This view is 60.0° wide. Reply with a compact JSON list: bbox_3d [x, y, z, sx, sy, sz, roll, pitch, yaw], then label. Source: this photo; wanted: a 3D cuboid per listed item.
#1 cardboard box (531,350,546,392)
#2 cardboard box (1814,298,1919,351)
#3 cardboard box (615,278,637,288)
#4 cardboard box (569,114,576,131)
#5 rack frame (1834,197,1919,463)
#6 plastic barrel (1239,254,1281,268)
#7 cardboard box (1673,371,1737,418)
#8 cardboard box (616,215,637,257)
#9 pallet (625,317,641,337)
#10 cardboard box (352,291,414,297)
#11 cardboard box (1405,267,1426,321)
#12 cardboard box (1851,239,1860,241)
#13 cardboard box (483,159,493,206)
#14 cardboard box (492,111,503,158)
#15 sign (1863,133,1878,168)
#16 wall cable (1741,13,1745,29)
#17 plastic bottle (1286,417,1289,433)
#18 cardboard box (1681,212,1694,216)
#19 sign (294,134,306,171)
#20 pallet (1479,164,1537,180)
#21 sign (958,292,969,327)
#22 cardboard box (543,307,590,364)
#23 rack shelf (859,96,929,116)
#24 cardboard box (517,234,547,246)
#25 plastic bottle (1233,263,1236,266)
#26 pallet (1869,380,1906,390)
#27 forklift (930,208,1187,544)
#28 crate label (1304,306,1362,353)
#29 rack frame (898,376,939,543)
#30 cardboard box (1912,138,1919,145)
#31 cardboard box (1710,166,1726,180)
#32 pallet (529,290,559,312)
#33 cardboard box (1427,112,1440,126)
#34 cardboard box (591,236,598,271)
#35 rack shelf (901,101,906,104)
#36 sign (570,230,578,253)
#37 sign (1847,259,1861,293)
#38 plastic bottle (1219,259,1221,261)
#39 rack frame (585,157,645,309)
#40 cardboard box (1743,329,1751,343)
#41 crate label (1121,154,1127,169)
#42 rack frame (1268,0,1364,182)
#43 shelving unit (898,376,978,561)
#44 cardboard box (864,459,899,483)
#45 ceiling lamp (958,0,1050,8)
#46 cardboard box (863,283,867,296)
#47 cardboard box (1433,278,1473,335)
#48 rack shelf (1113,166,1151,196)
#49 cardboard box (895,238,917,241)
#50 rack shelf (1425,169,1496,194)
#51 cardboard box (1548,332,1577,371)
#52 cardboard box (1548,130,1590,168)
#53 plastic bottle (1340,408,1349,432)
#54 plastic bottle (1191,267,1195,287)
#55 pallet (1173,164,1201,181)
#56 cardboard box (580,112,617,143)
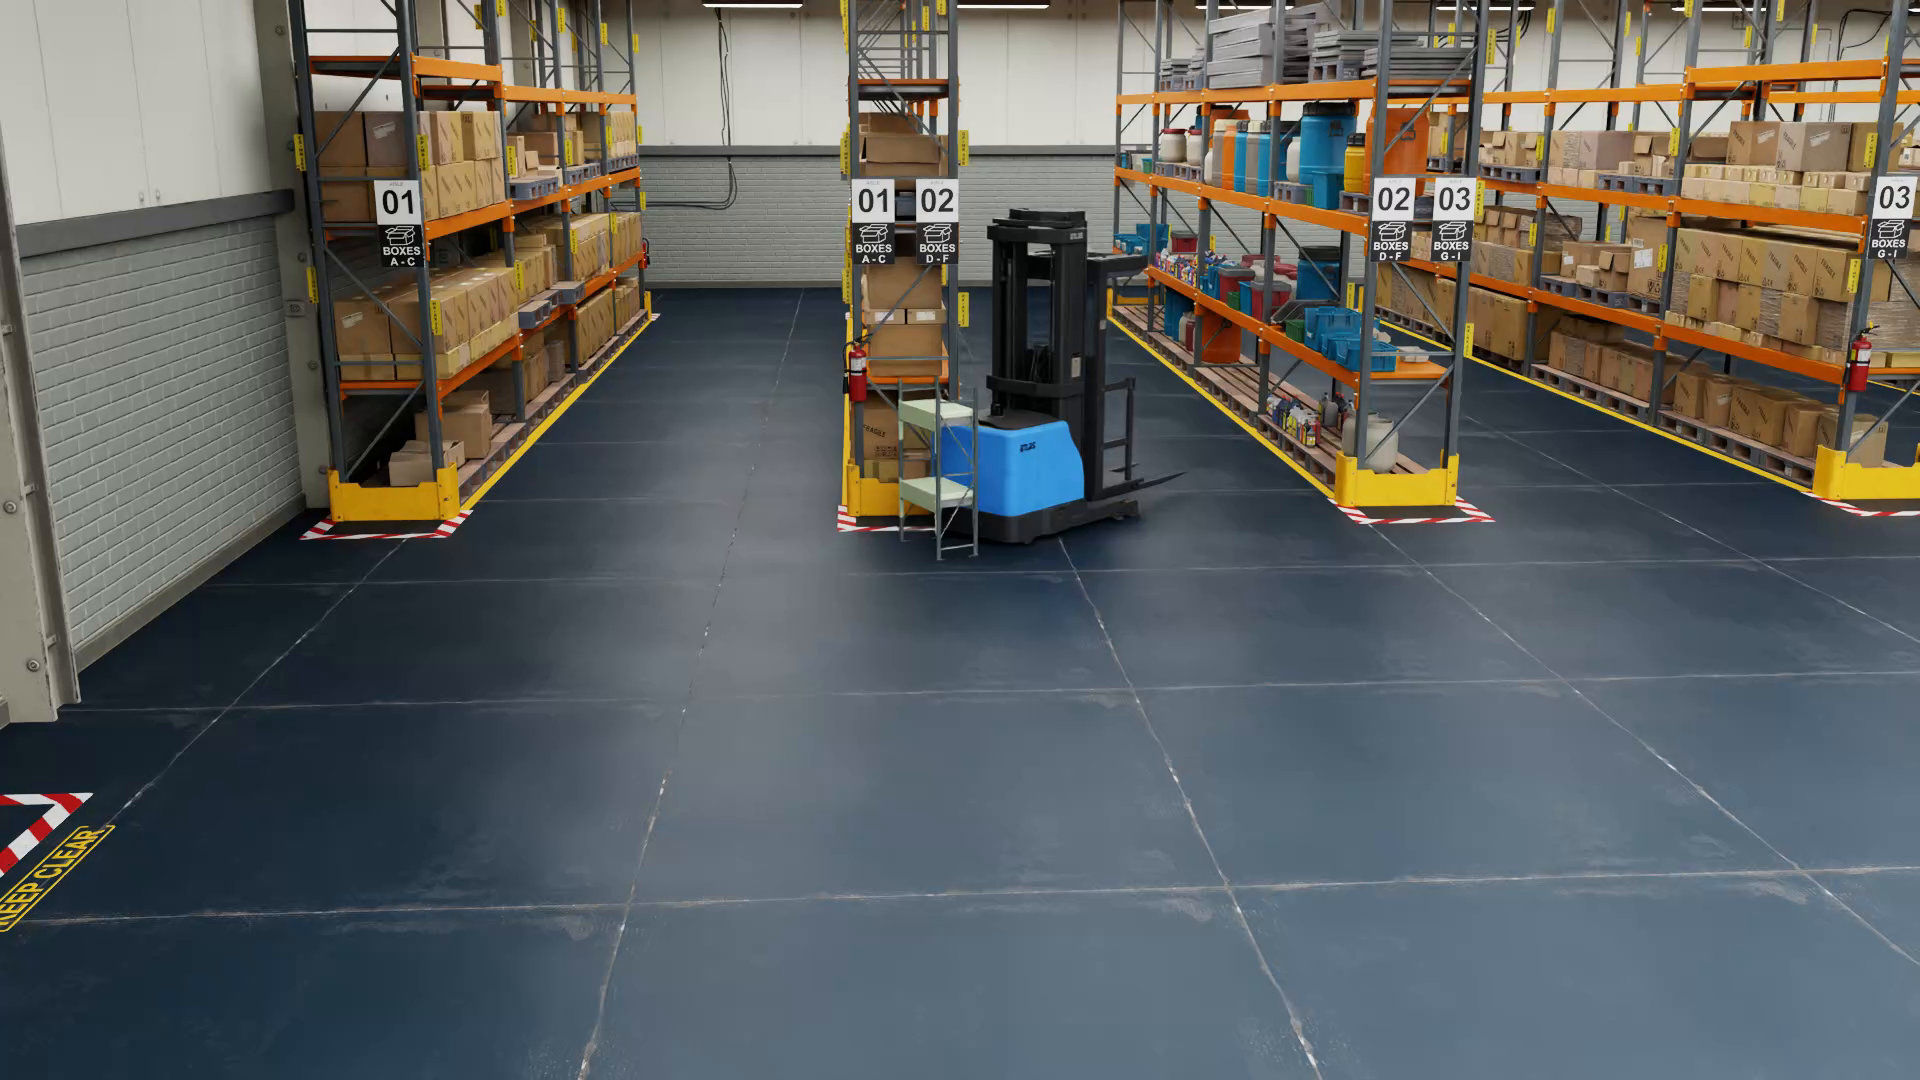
[{"bbox_3d":[-5.890,-2.224,22.006,0.700,0.500,0.500,-1,14,-4],"label":"cardboard box"},{"bbox_3d":[9.359,-2.222,17.068,0.875,0.500,0.500,-1,14,-3],"label":"cardboard box"},{"bbox_3d":[-6.108,-4.684,30.306,0.380,0.149,0.250,0,14,-2],"label":"cardboard box"},{"bbox_3d":[-6.286,-6.504,25.899,0.500,0.250,0.500,0,14,1],"label":"cardboard box"},{"bbox_3d":[9.365,-1.892,16.584,1.000,3.000,0.127,-1,14,-3],"label":"rack frame"},{"bbox_3d":[4.257,-3.760,23.573,0.600,0.536,0.708,-1,14,-3],"label":"plastic barrel"},{"bbox_3d":[9.102,-1.780,20.321,0.500,0.500,0.500,-1,14,-5],"label":"cardboard box"},{"bbox_3d":[-6.360,-5.480,29.926,0.980,0.700,0.700,-1,14,-4],"label":"cardboard box"},{"bbox_3d":[-6.257,-3.791,29.561,1.003,0.211,1.213,-1,14,-3],"label":"pallet"},{"bbox_3d":[-5.729,-2.202,16.546,0.500,0.500,0.500,-1,14,-3],"label":"cardboard box"},{"bbox_3d":[8.605,-4.440,29.909,0.875,0.875,0.875,-1,14,-3],"label":"cardboard box"},{"bbox_3d":[13.339,-4.418,24.868,0.380,0.149,0.250,-1,15,-6],"label":"cardboard box"},{"bbox_3d":[-5.417,-3.921,18.208,0.500,0.500,0.500,-2,15,-8],"label":"cardboard box"},{"bbox_3d":[-5.412,-4.532,18.578,0.500,0.500,0.500,-2,15,-8],"label":"cardboard box"},{"bbox_3d":[8.810,-3.770,16.086,0.100,0.325,0.005,-1,14,-3],"label":"sign"},{"bbox_3d":[17.631,-10.340,37.378,0.463,3.000,0.029,-1,14,-3],"label":"wall cable"},{"bbox_3d":[3.816,-1.344,19.185,0.097,0.201,0.097,0,14,0],"label":"plastic bottle"},{"bbox_3d":[13.225,-5.973,29.642,0.500,0.500,0.500,-1,14,-2],"label":"cardboard box"},{"bbox_3d":[-6.021,-3.541,15.195,0.100,0.325,0.005,-1,14,-3],"label":"sign"},{"bbox_3d":[8.705,-5.680,25.667,1.003,0.211,1.213,0,14,-1],"label":"pallet"},{"bbox_3d":[0.032,-2.205,15.903,0.100,0.325,0.005,-1,14,-3],"label":"sign"},{"bbox_3d":[-5.876,-3.000,24.360,0.750,0.750,0.750,-1,14,-4],"label":"cardboard box"},{"bbox_3d":[-0.894,-5.596,21.185,1.077,0.370,4.000,-1,14,-3],"label":"rack shelf"},{"bbox_3d":[-5.910,-4.143,22.946,0.380,0.149,0.250,-3,15,-11],"label":"cardboard box"},{"bbox_3d":[4.191,-4.091,25.387,0.097,0.271,0.097,0,14,0],"label":"plastic bottle"},{"bbox_3d":[13.800,-2.386,24.098,1.003,0.211,1.213,-1,14,-3],"label":"pallet"},{"bbox_3d":[1.077,-1.682,15.903,1.130,2.935,3.031,13,19,40],"label":"forklift"},{"bbox_3d":[4.038,-2.286,18.046,0.502,0.435,0.616,-1,14,-3],"label":"crate label"},{"bbox_3d":[-0.371,-0.726,15.061,0.400,1.500,0.023,-8,16,-27],"label":"rack frame"},{"bbox_3d":[18.383,-7.546,31.795,0.500,0.250,0.500,-2,15,-9],"label":"cardboard box"},{"bbox_3d":[8.910,-4.241,19.196,0.380,0.149,0.250,-1,14,-3],"label":"cardboard box"},{"bbox_3d":[-5.798,-3.068,21.538,1.003,0.211,1.213,-1,14,-3],"label":"pallet"},{"bbox_3d":[8.489,-7.485,29.552,0.500,0.250,0.500,-1,14,-5],"label":"cardboard box"},{"bbox_3d":[-5.829,-4.363,25.348,0.500,0.500,0.500,0,14,-2],"label":"cardboard box"},{"bbox_3d":[-1.389,-7.777,28.868,1.077,0.370,4.000,-1,14,-3],"label":"rack shelf"},{"bbox_3d":[-5.421,-4.185,23.333,0.100,0.325,0.005,-1,14,-3],"label":"sign"},{"bbox_3d":[8.810,-2.602,16.387,0.100,0.325,0.005,-1,14,-3],"label":"sign"},{"bbox_3d":[4.084,-4.275,26.103,0.097,0.271,0.097,0,14,0],"label":"plastic bottle"},{"bbox_3d":[-6.457,-5.642,31.158,1.000,3.000,0.127,-1,14,-3],"label":"rack frame"},{"bbox_3d":[8.998,-2.273,18.568,0.380,0.149,0.250,-1,14,-3],"label":"cardboard box"},{"bbox_3d":[3.165,-6.941,30.486,0.408,0.251,0.502,-1,14,-3],"label":"crate label"},{"bbox_3d":[4.174,-5.716,19.406,1.000,3.000,0.127,-1,14,-3],"label":"rack frame"},{"bbox_3d":[-0.199,-0.645,14.748,0.431,1.500,0.755,-8,16,-27],"label":"shelving unit"},{"bbox_3d":[-0.850,-0.741,16.785,0.500,0.250,0.500,-1,14,-3],"label":"cardboard box"},{"bbox_3d":[0.818,-12.157,32.725,2.000,3.185,0.800,-1,14,-3],"label":"ceiling lamp"},{"bbox_3d":[-0.882,-2.774,18.508,0.380,0.149,0.250,-1,14,-5],"label":"cardboard box"},{"bbox_3d":[8.682,-3.892,27.779,1.225,0.875,0.875,-1,14,-3],"label":"cardboard box"},{"bbox_3d":[3.555,-6.402,29.535,1.077,0.370,4.000,-1,14,-3],"label":"rack shelf"},{"bbox_3d":[-0.673,-3.051,18.285,0.700,0.500,0.500,-1,14,-3],"label":"cardboard box"},{"bbox_3d":[8.498,-6.478,29.833,1.077,0.370,4.000,-1,14,-3],"label":"rack shelf"},{"bbox_3d":[8.931,-2.718,23.927,0.700,0.500,0.500,-2,15,-6],"label":"cardboard box"},{"bbox_3d":[8.642,-5.504,23.399,0.500,0.500,0.500,-1,14,-3],"label":"cardboard box"},{"bbox_3d":[4.433,-1.382,19.170,0.061,0.283,0.133,-1,14,-3],"label":"plastic bottle"},{"bbox_3d":[3.461,-3.900,24.623,0.061,0.283,0.133,-1,14,-3],"label":"plastic bottle"},{"bbox_3d":[3.898,-5.686,25.688,1.003,0.211,1.213,-1,14,-3],"label":"pallet"},{"bbox_3d":[-5.974,-6.824,27.485,0.500,0.500,0.500,-1,14,-4],"label":"cardboard box"}]
